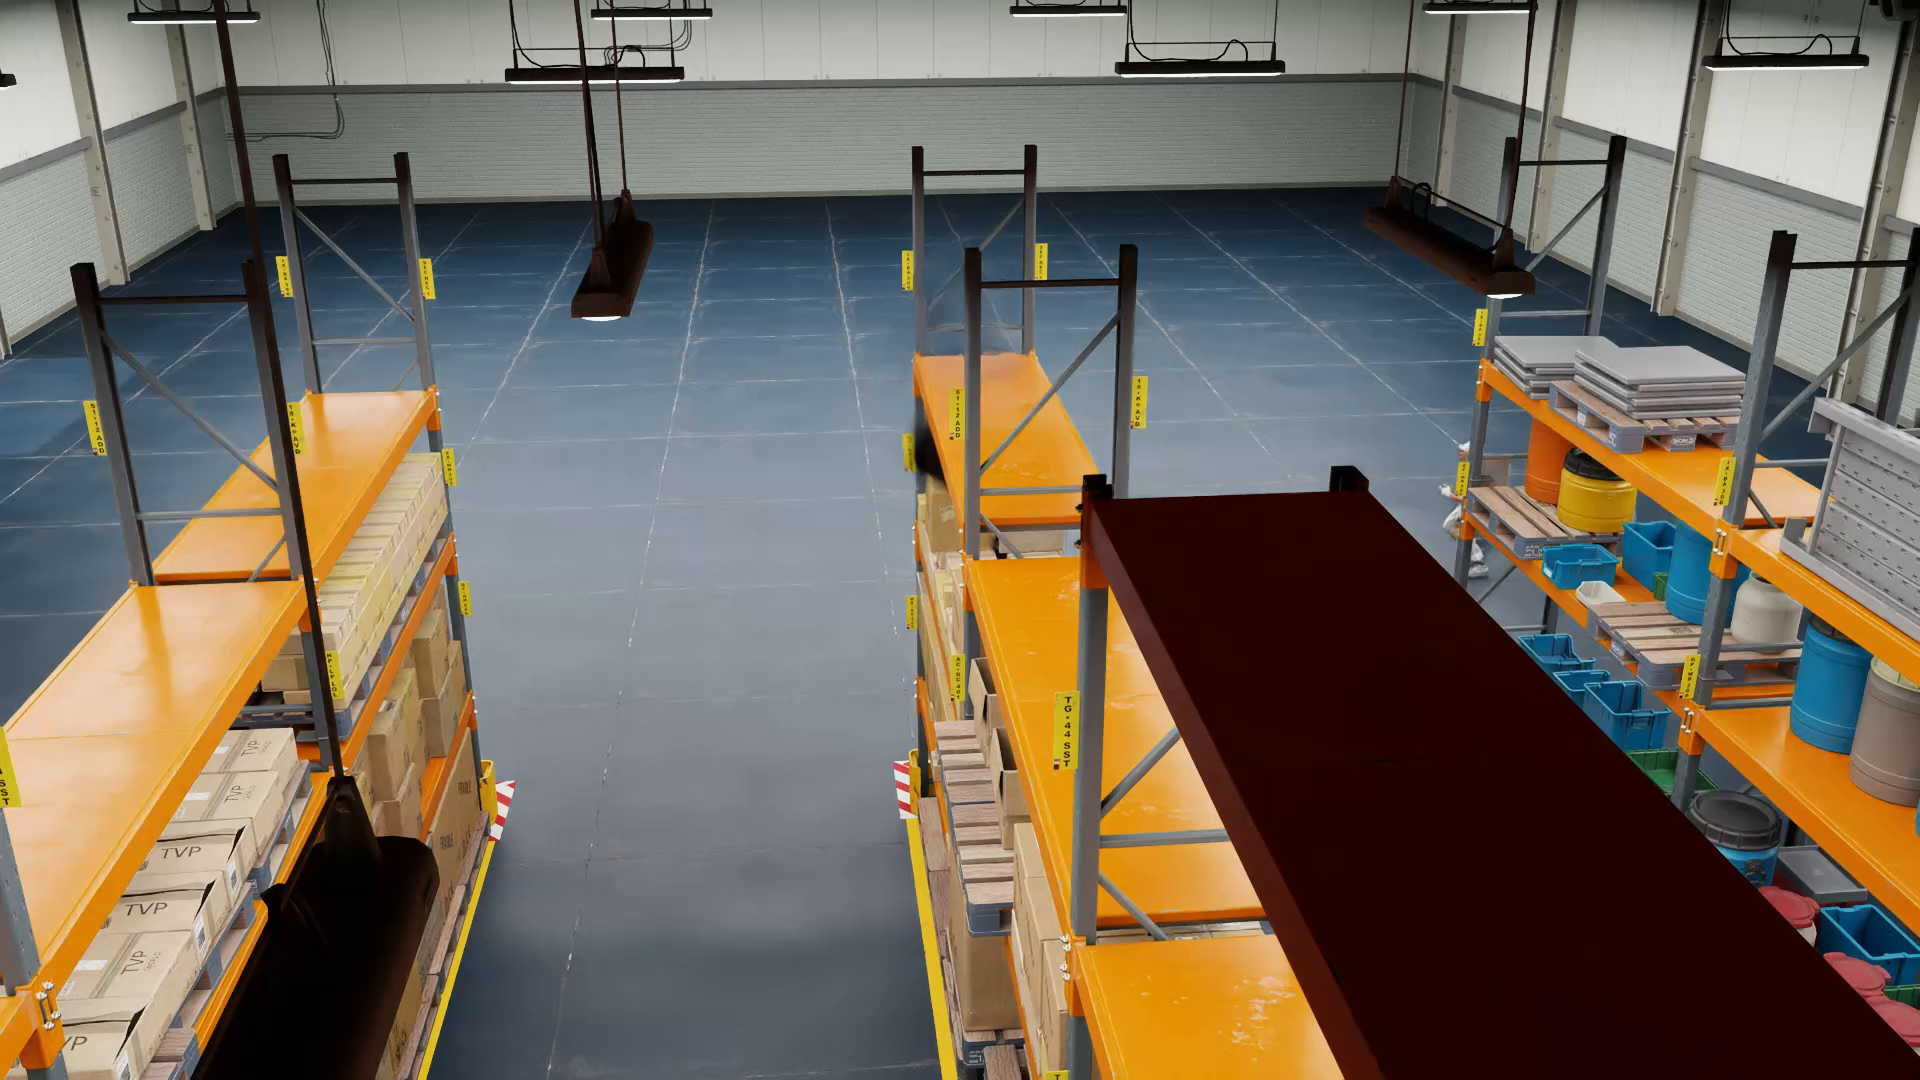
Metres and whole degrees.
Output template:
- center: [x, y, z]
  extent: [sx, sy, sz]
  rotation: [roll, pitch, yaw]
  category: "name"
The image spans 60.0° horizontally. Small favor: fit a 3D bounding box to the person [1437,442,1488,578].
- center: [6.156, -0.384, 20.241]
  extent: [0.697, 1.727, 0.709]
  rotation: [10, 24, 23]
  category: "person"
